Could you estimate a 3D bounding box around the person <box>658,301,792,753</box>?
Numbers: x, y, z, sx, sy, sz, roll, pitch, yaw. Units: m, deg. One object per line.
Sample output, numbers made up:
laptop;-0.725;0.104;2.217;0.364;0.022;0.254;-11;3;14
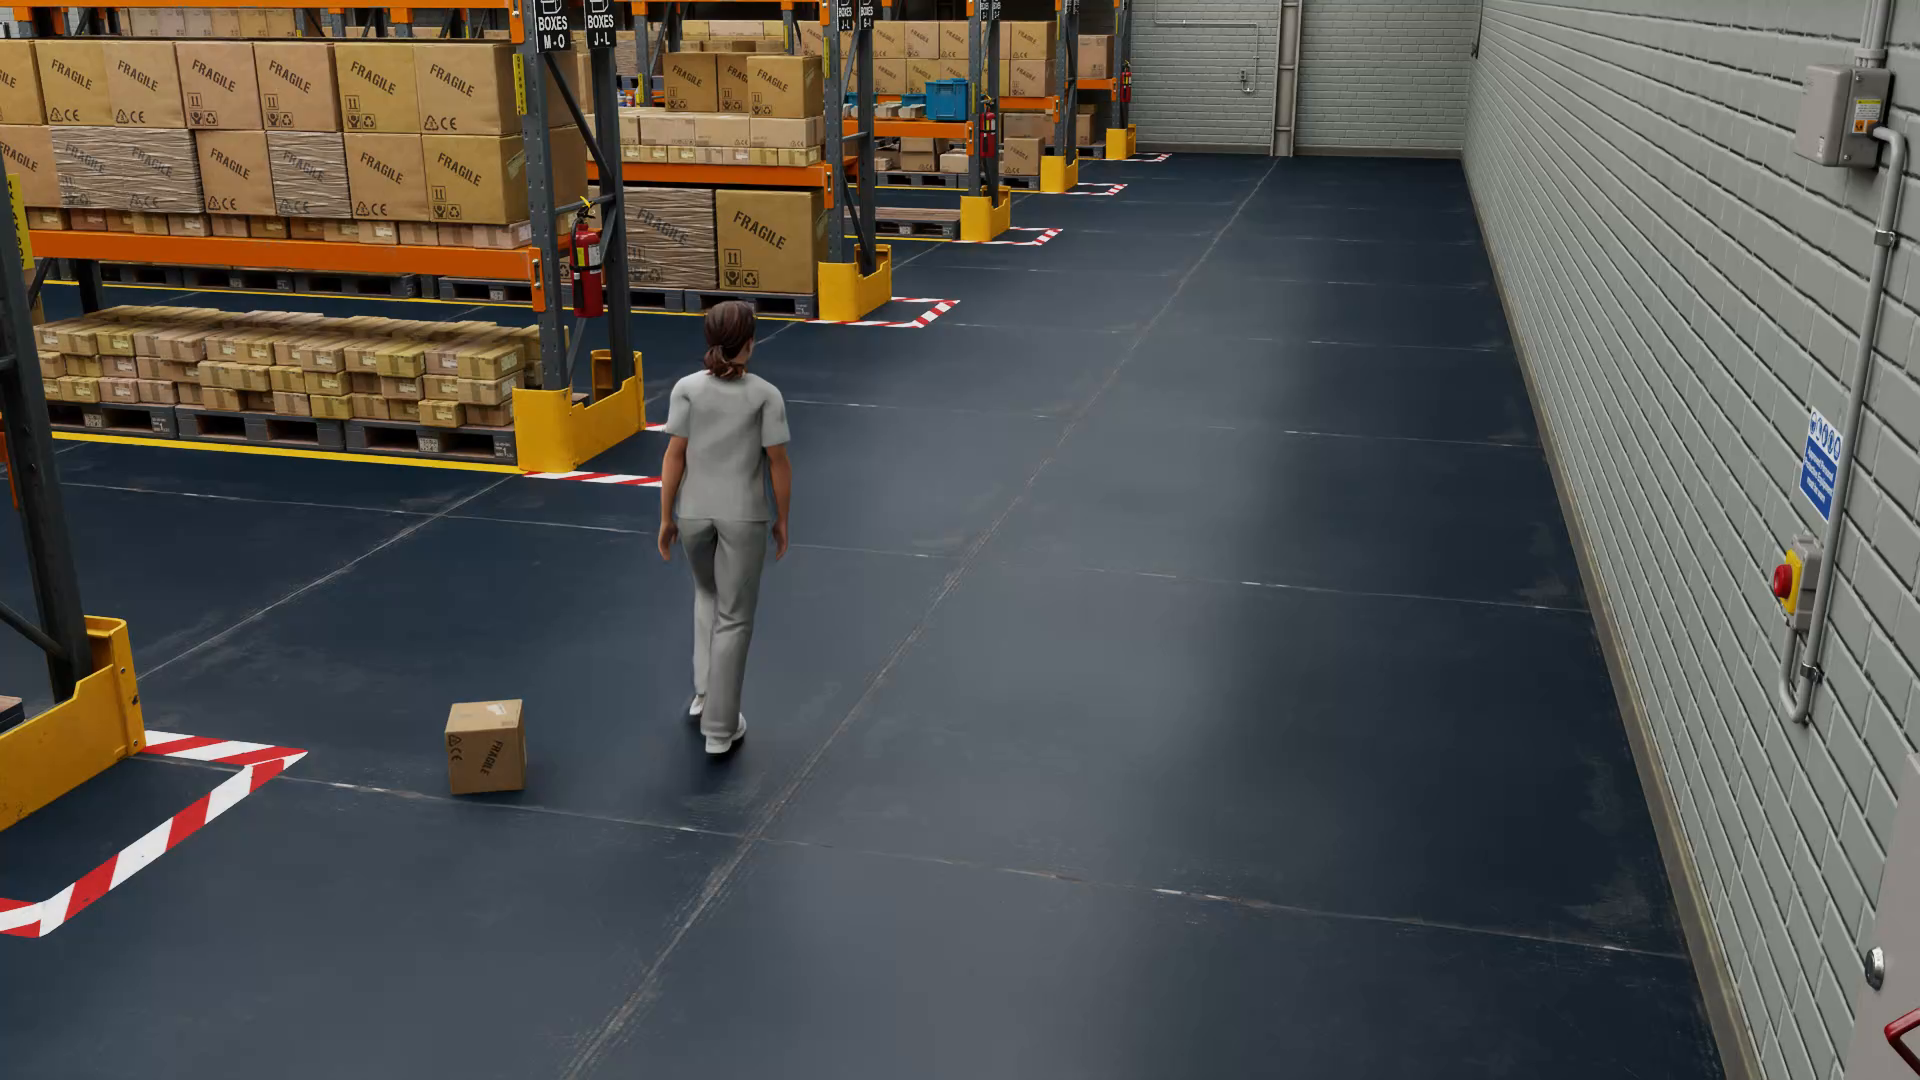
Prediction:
person;-0.862;-0.040;6.174;0.473;1.674;0.533;3;19;8
